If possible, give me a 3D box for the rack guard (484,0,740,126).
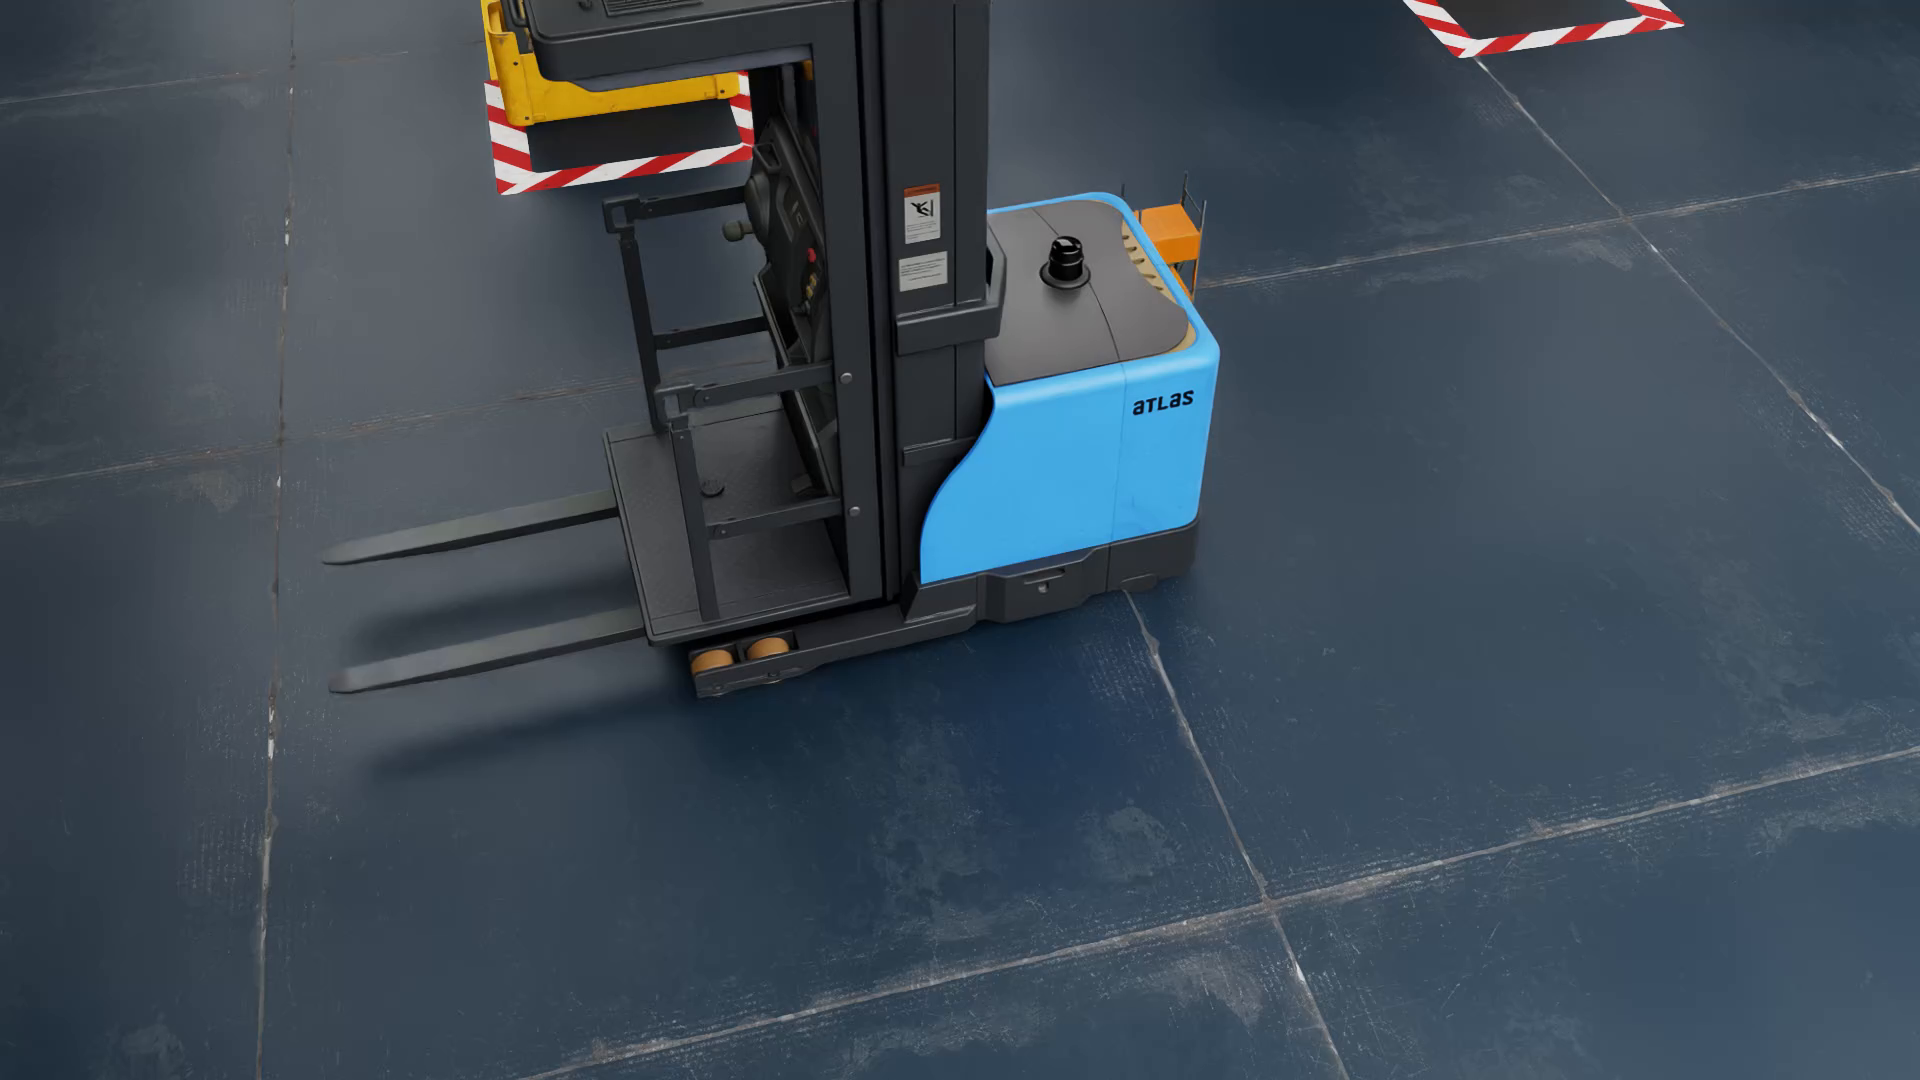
[{"bbox_3d":[-1.719,-2.446,8.297,1.175,0.500,0.348,-11,47,-10],"label":"rack guard"}]

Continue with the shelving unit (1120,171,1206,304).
[{"bbox_3d":[0.737,-0.896,6.393,0.252,1.050,0.215,-11,47,-11],"label":"shelving unit"}]

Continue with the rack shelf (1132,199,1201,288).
[{"bbox_3d":[0.737,-1.087,6.198,0.240,0.259,0.215,-11,47,-11],"label":"rack shelf"}]

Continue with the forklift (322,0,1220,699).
[{"bbox_3d":[-0.715,-0.912,5.092,3.031,2.935,1.130,-12,47,-12],"label":"forklift"}]

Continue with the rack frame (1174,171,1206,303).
[{"bbox_3d":[0.855,-0.919,6.416,0.008,1.050,0.200,-11,47,-11],"label":"rack frame"}]

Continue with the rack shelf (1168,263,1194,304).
[{"bbox_3d":[0.737,-0.888,6.400,0.240,0.259,0.215,-11,47,-11],"label":"rack shelf"}]

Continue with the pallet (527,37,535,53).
[{"bbox_3d":[-1.962,-2.882,8.926,1.003,0.211,1.213,-11,47,-10],"label":"pallet"}]

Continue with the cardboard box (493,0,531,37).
[{"bbox_3d":[-2.148,-2.838,8.563,0.500,0.250,0.500,-11,47,-10],"label":"cardboard box"}]

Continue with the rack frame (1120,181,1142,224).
[{"bbox_3d":[0.620,-0.873,6.370,0.008,1.050,0.200,-11,47,-11],"label":"rack frame"}]

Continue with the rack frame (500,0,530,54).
[{"bbox_3d":[-1.725,-3.338,7.421,1.000,3.000,0.127,-11,47,-10],"label":"rack frame"}]
